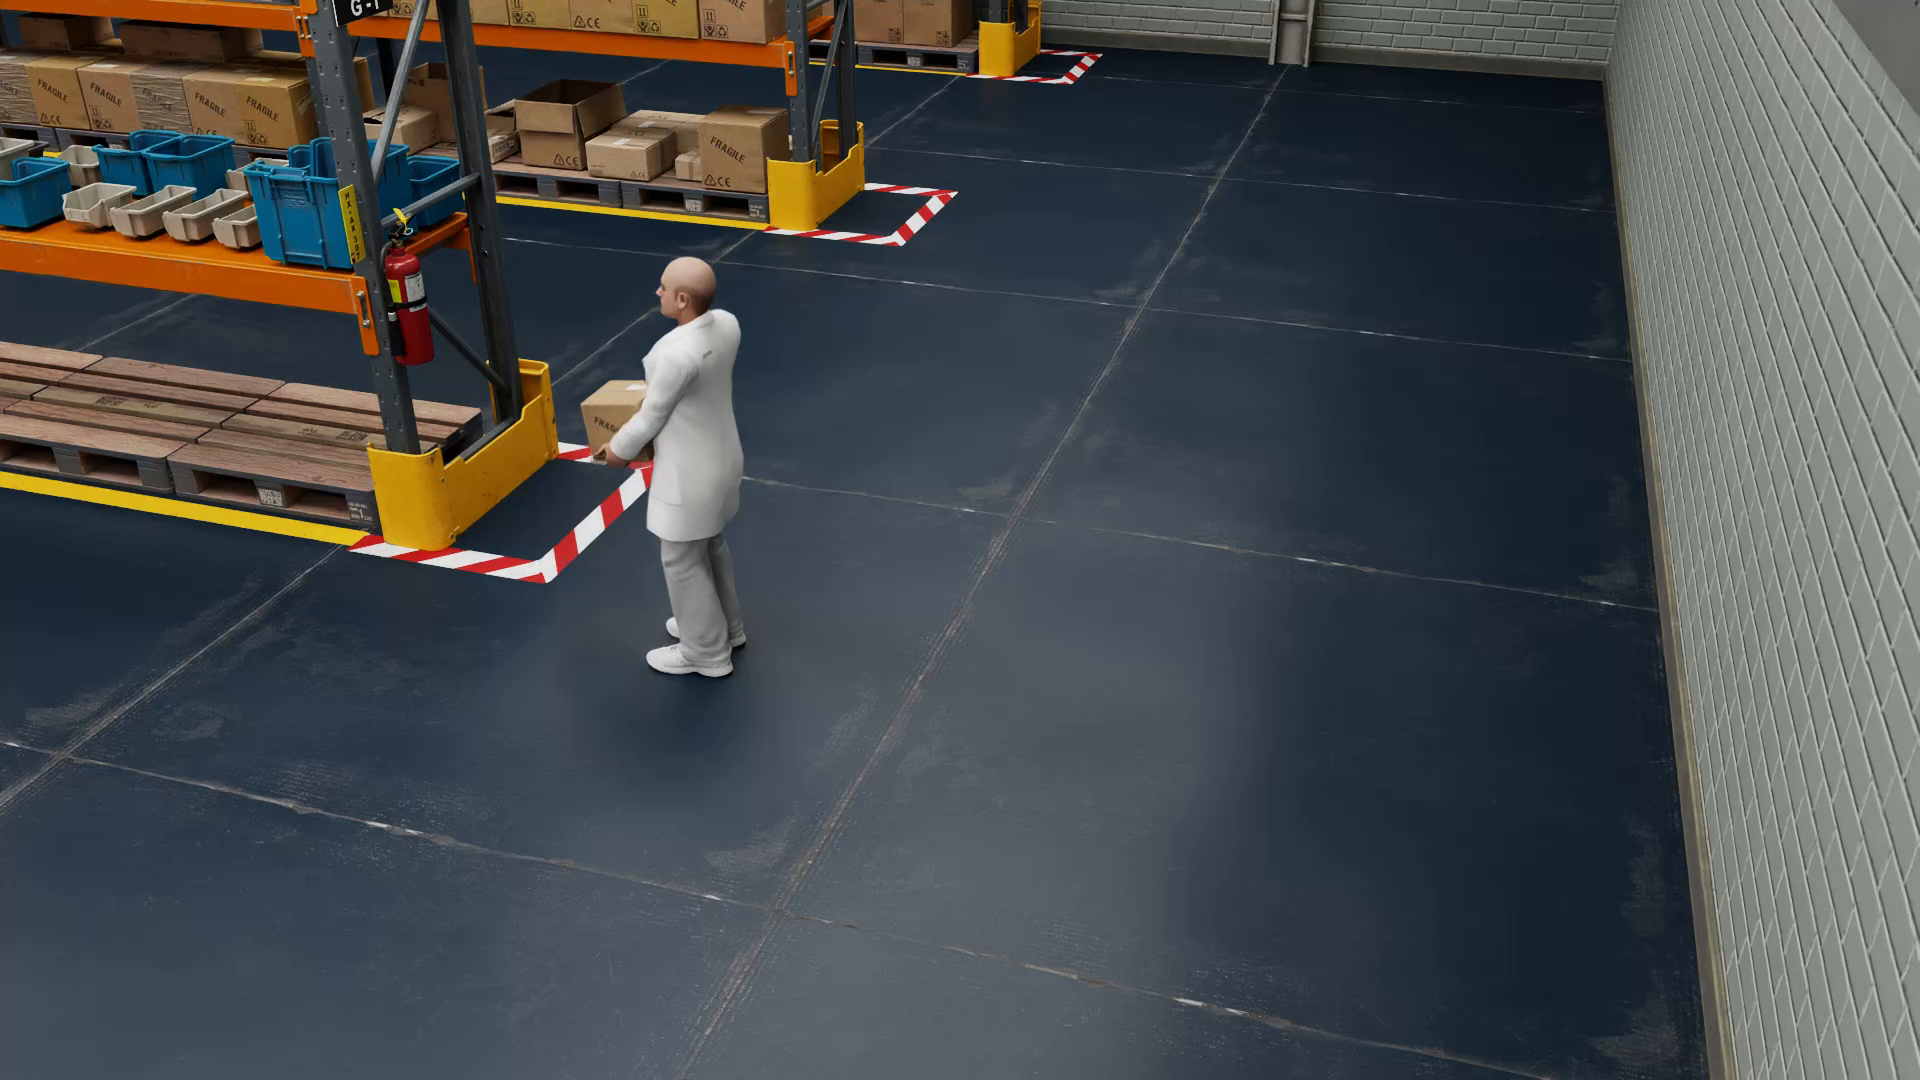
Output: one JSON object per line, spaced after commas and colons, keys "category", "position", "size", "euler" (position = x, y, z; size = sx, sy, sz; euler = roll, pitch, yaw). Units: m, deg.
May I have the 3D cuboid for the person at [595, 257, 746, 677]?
{"category": "person", "position": [-1.157, -0.299, 6.688], "size": [0.543, 1.778, 0.522], "euler": [8, 30, 15]}
